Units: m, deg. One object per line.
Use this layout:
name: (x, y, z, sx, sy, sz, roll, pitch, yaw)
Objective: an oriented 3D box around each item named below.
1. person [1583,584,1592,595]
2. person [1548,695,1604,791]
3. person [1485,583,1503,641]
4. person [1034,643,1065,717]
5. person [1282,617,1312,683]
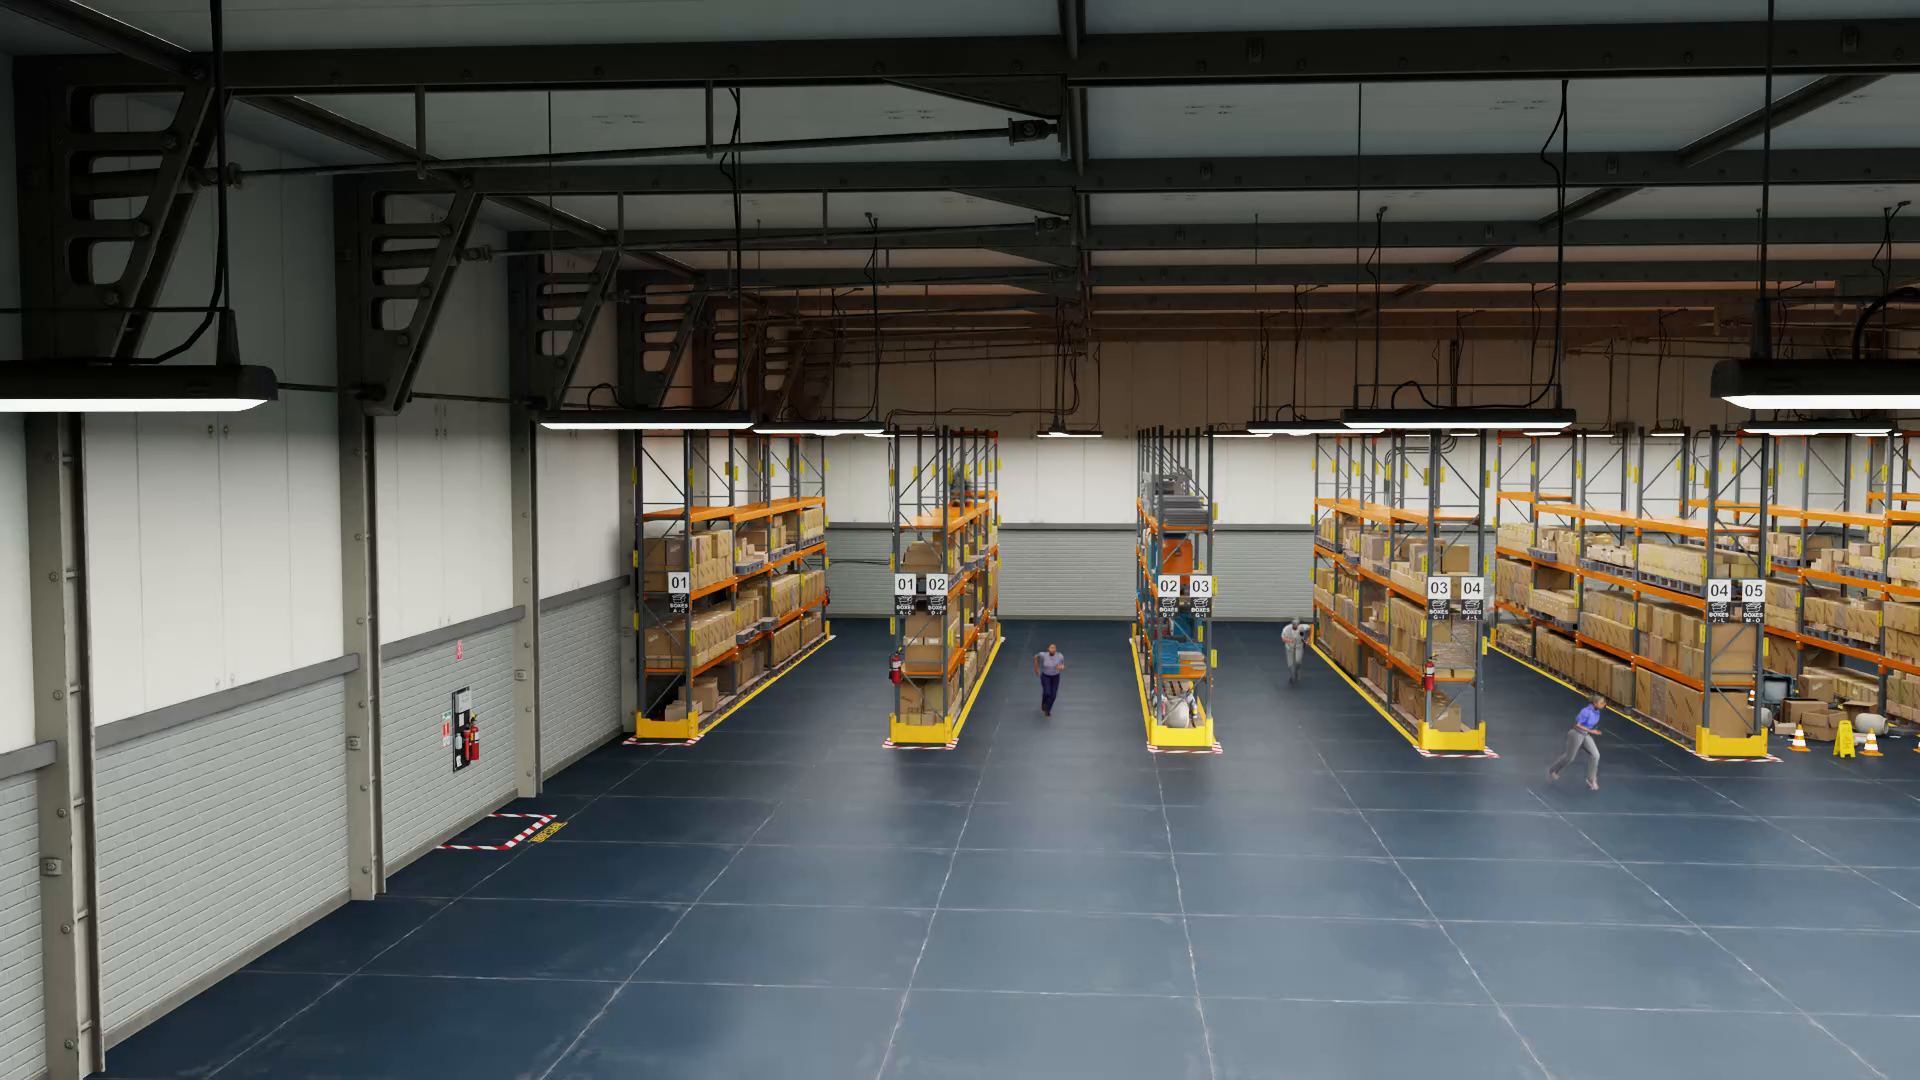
person: (17.113, 2.108, 45.412, 0.718, 1.794, 0.921, -1, 3, -11)
person: (10.197, 3.313, 27.504, 0.618, 1.615, 0.962, -3, 5, -41)
person: (15.206, 2.006, 47.291, 0.541, 1.684, 0.685, 0, 3, 6)
person: (1.852, 2.880, 34.237, 0.590, 1.572, 0.739, -1, 3, -11)
person: (7.912, 2.580, 39.114, 0.701, 1.598, 0.964, 1, 3, 9)
